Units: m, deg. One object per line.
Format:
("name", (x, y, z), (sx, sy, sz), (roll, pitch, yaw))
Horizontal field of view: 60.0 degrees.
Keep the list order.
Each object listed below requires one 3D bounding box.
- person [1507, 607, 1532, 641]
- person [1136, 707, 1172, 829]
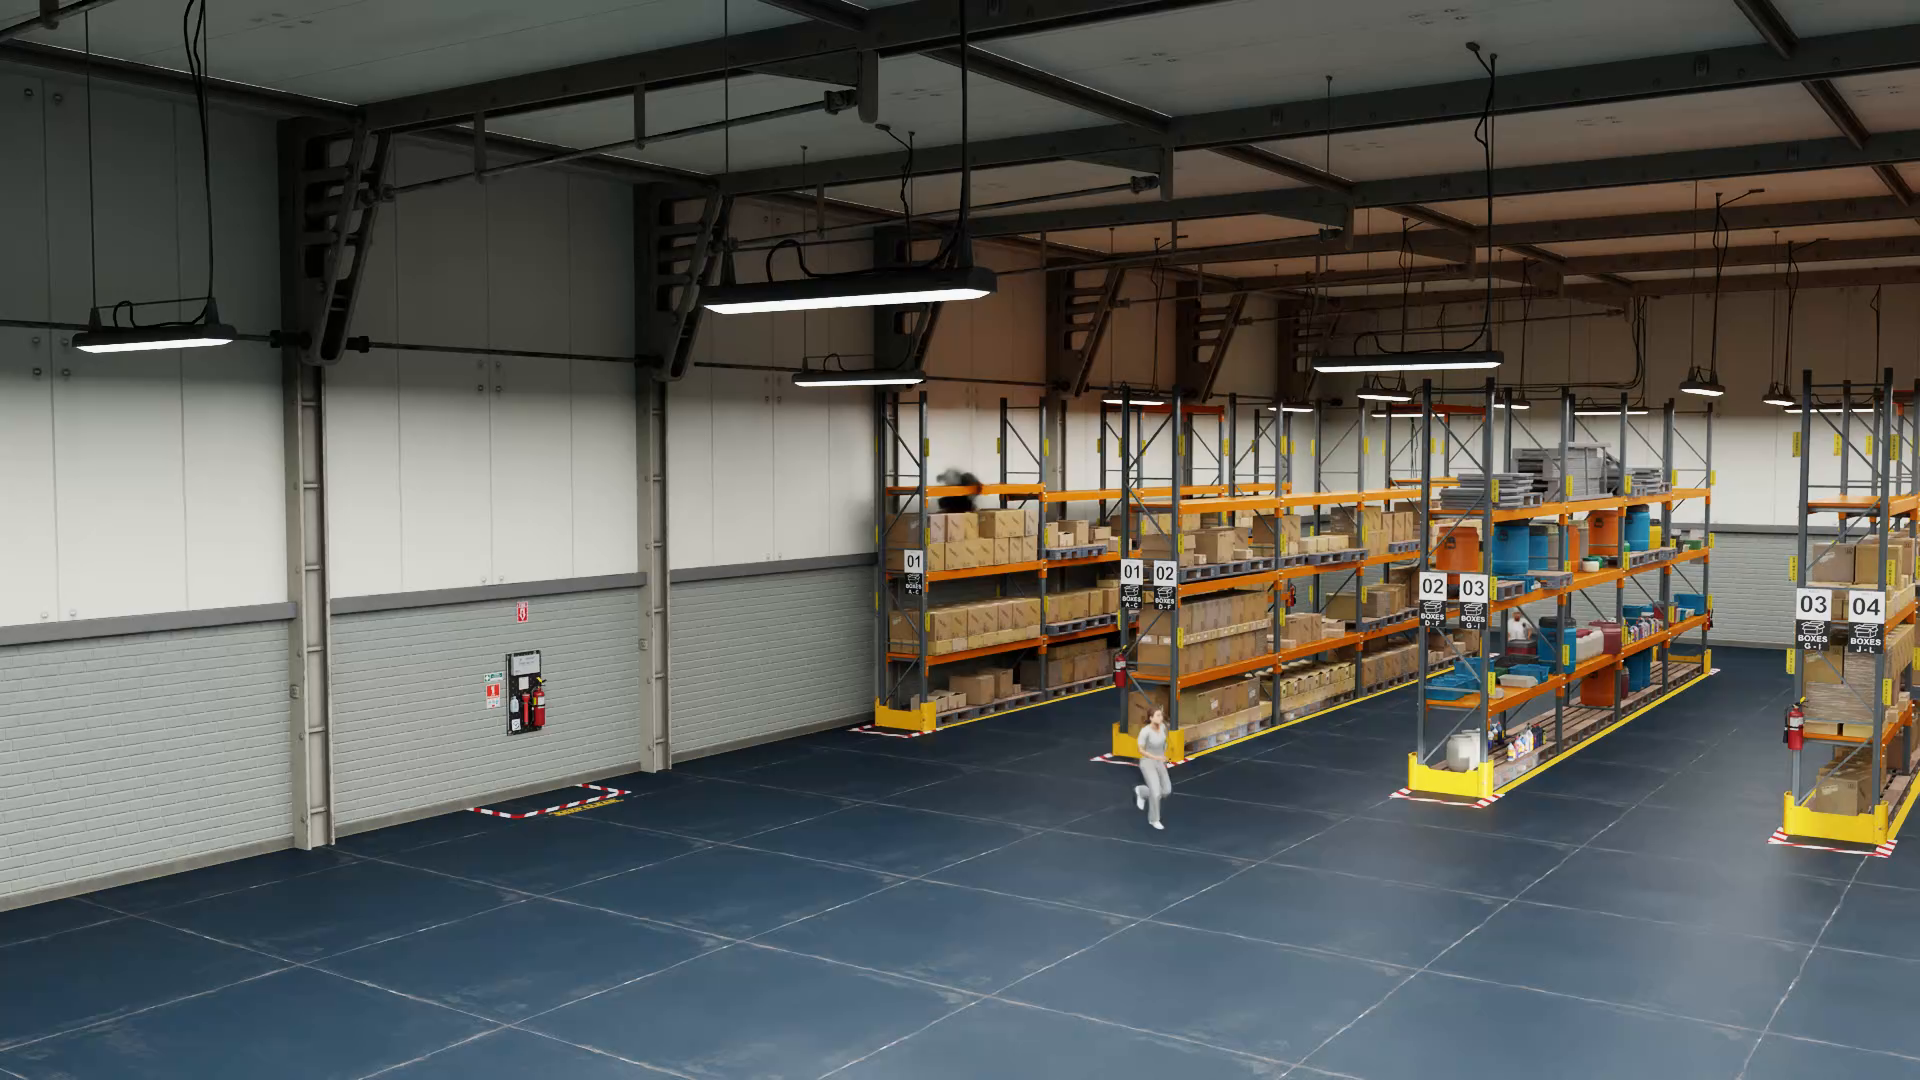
("person", (11.641, 2.255, 34.762), (0.564, 1.716, 0.836), (2, 4, 27))
("person", (2.558, 2.991, 21.937), (0.601, 1.624, 0.655), (-2, 4, -38))
